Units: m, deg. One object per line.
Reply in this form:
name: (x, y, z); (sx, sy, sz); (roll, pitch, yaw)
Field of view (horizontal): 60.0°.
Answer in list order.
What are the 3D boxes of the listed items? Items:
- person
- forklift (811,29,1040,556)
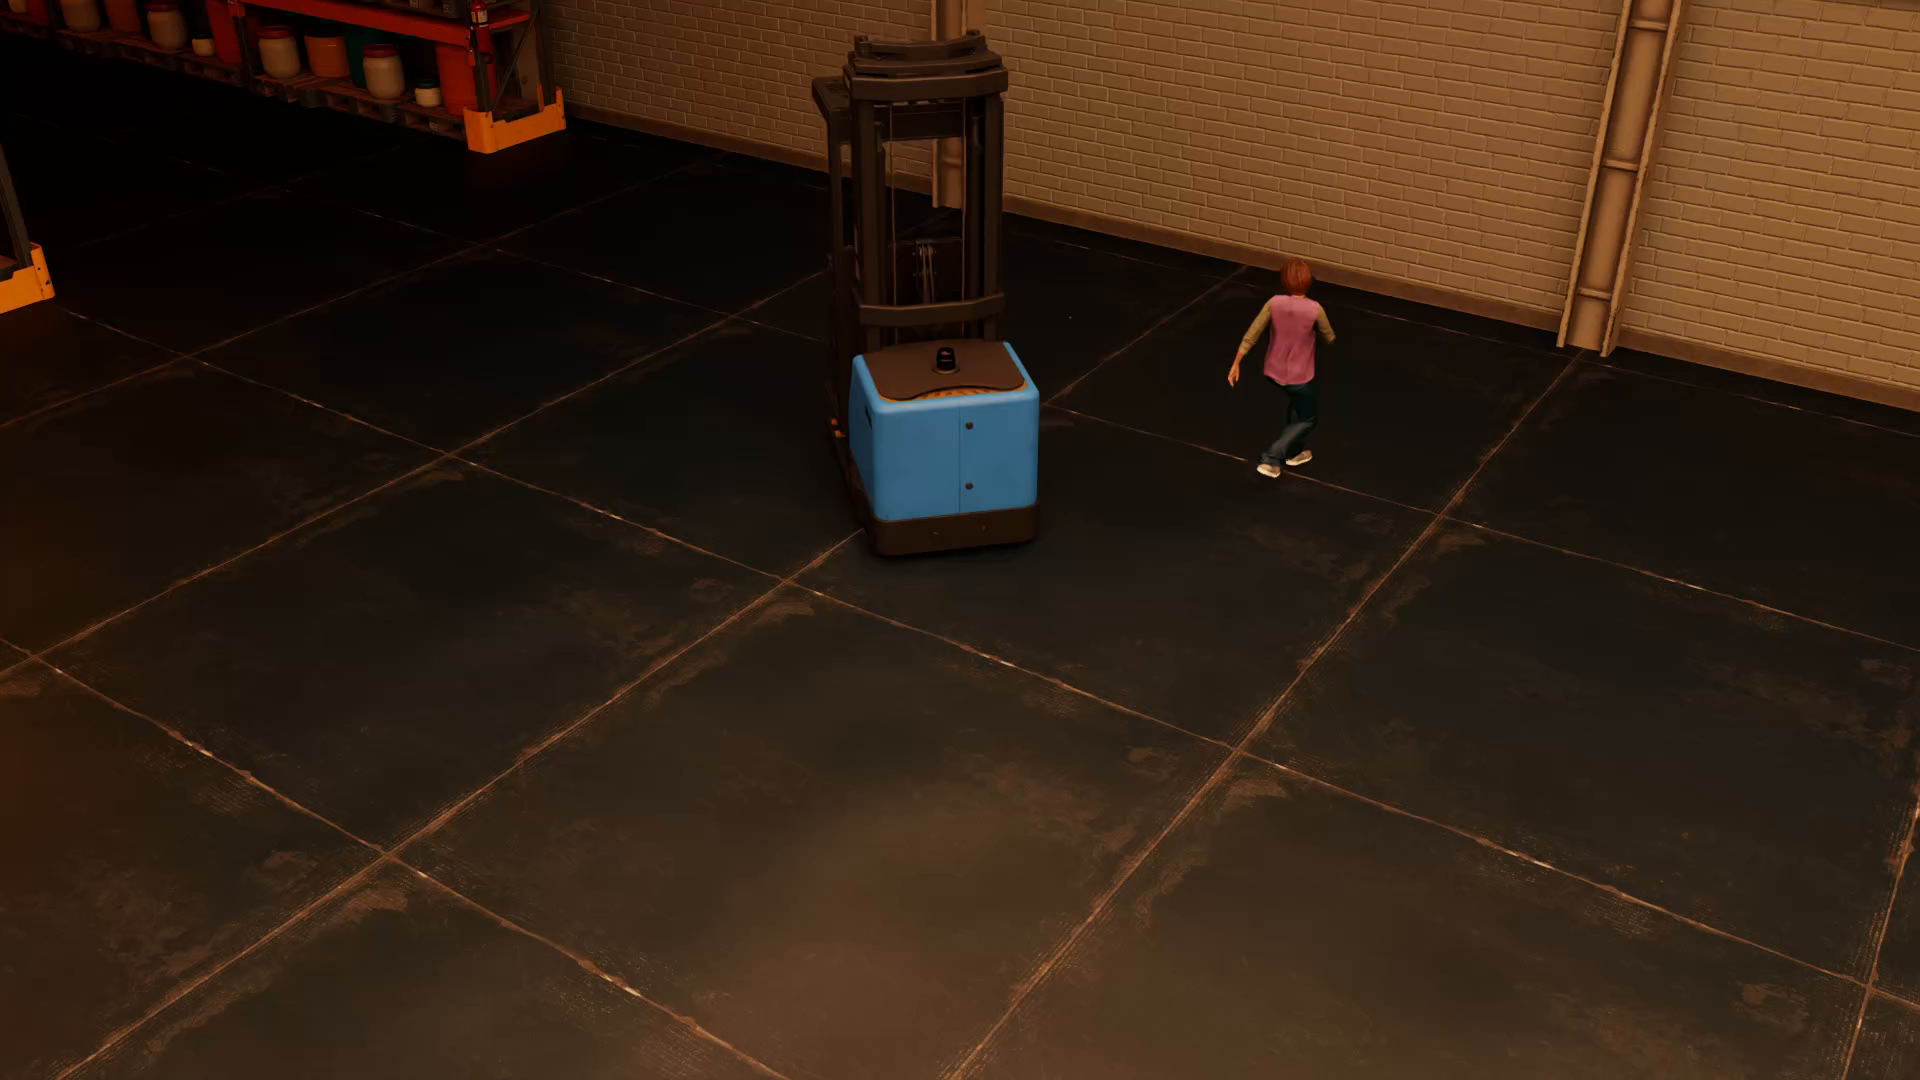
person: (2.156, -1.115, 10.934); (0.720, 1.519, 0.465); (-24, 38, -35)
forklift: (-0.326, -1.896, 10.846); (1.130, 2.935, 3.031); (-6, 31, -11)
